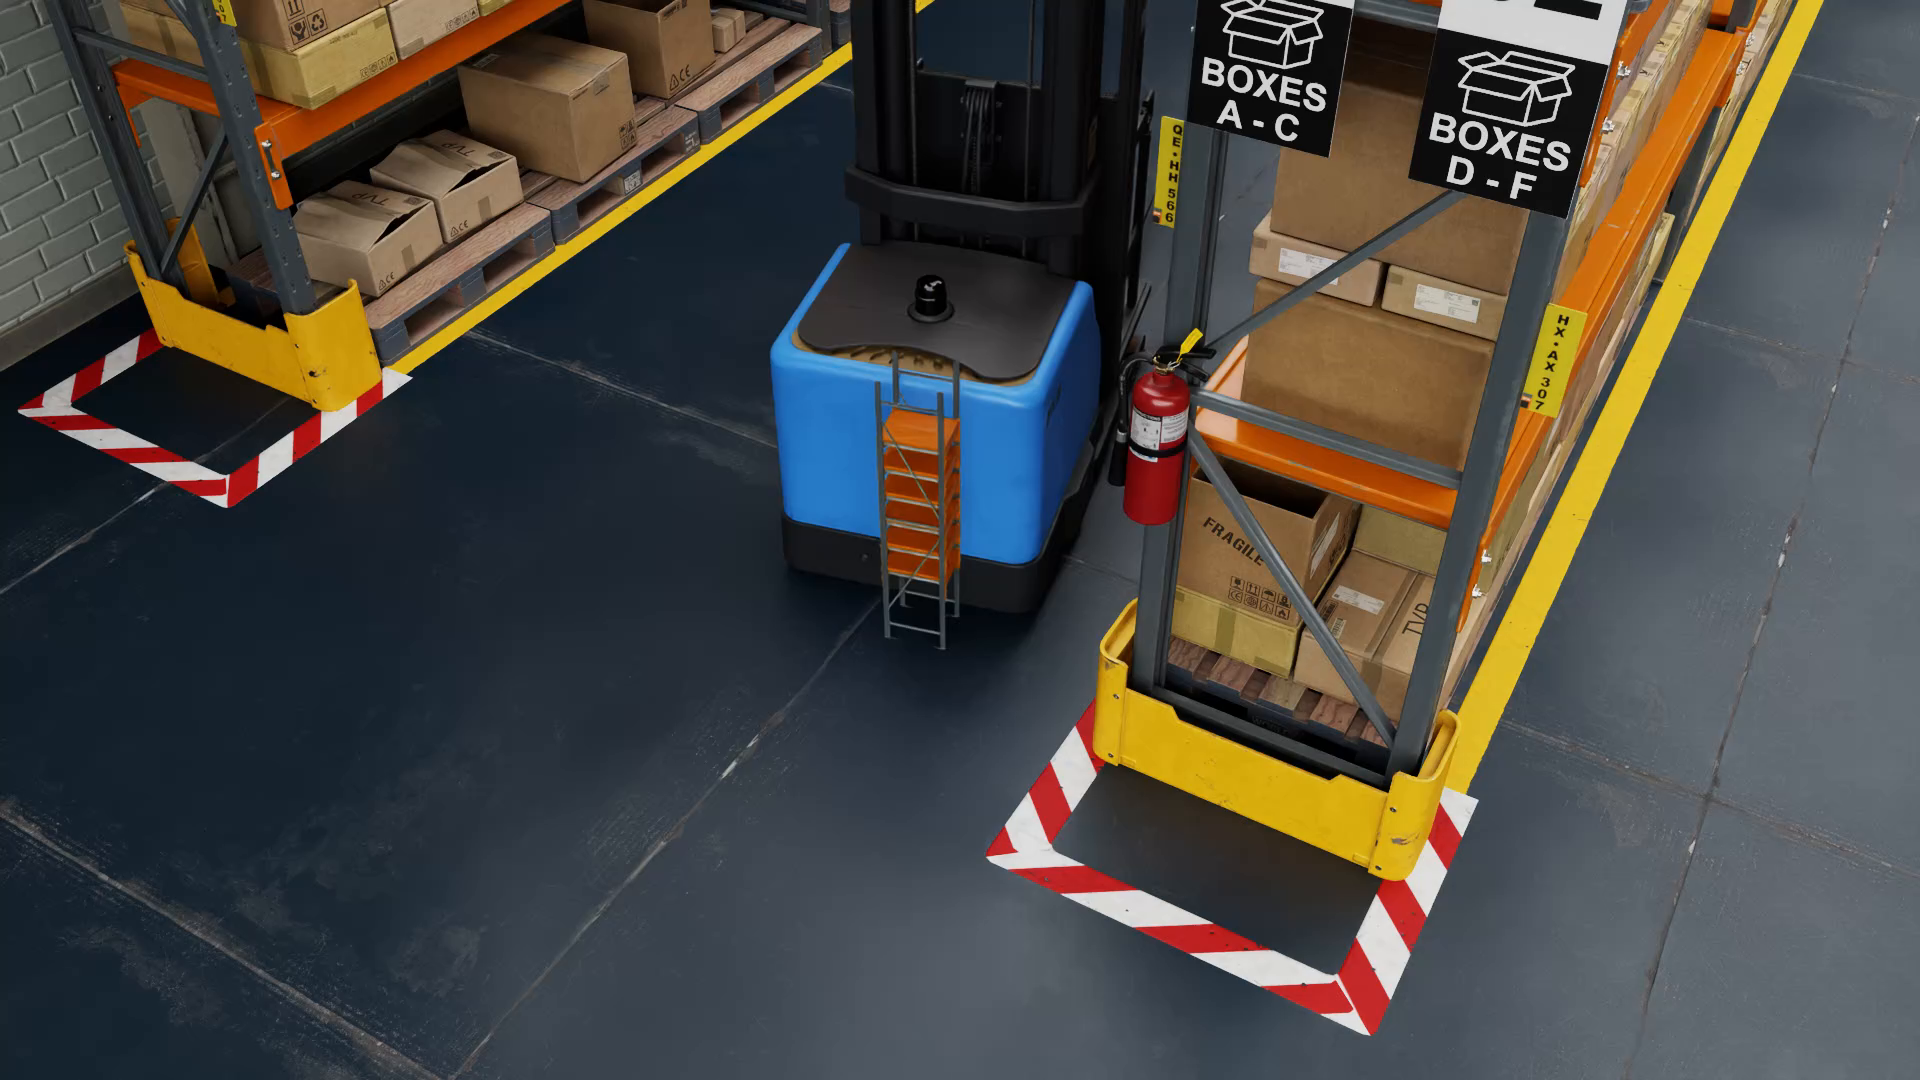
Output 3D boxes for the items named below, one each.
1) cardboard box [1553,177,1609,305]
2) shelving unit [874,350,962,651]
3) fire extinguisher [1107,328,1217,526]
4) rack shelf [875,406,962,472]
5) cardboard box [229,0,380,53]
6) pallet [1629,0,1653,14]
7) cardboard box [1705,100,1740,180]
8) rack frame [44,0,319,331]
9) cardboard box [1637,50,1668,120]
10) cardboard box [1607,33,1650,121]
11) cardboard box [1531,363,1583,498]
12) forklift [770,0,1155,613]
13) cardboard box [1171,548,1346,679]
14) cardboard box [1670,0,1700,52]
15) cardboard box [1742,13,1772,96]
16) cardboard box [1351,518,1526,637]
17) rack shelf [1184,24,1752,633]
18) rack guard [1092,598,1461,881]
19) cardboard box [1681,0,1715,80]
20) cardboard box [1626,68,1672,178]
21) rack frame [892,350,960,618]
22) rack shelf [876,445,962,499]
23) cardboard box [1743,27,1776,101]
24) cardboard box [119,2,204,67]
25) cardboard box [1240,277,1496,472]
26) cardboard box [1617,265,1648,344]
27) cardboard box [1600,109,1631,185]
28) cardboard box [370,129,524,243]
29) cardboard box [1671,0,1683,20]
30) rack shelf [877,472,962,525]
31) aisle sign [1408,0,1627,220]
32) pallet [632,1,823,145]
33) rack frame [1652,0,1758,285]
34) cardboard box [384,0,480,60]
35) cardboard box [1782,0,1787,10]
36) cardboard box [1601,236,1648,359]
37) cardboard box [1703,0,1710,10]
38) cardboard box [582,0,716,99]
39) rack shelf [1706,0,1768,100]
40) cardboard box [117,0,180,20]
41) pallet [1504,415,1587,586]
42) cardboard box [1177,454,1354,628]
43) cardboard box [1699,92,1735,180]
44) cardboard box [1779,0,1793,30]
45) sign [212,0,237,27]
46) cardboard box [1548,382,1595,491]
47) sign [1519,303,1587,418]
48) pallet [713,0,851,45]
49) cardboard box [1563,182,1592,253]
[{"bbox_3d":[1.807,-1.177,5.741,0.700,0.500,0.500,21,46,22],"label":"cardboard box"},{"bbox_3d":[-0.143,-0.114,5.972,0.258,1.200,0.189,11,43,12],"label":"shelving unit"},{"bbox_3d":[0.589,-0.349,4.935,0.296,0.674,0.183,21,45,22],"label":"fire extinguisher"},{"bbox_3d":[-0.143,-0.351,5.763,0.258,0.103,0.180,11,43,12],"label":"rack shelf"},{"bbox_3d":[-2.741,-2.335,6.662,0.500,0.500,0.500,21,46,22],"label":"cardboard box"},{"bbox_3d":[1.426,-1.781,4.299,1.003,0.211,1.213,21,45,22],"label":"pallet"},{"bbox_3d":[3.725,-2.147,8.682,0.500,0.250,0.500,22,46,23],"label":"cardboard box"},{"bbox_3d":[-3.241,-1.928,6.670,1.000,3.000,0.127,21,45,22],"label":"rack frame"},{"bbox_3d":[2.203,-1.606,5.737,0.380,0.149,0.250,21,46,22],"label":"cardboard box"},{"bbox_3d":[1.831,-1.701,5.355,0.700,0.500,0.500,21,46,22],"label":"cardboard box"},{"bbox_3d":[1.999,-0.509,6.254,0.500,0.500,0.500,21,45,22],"label":"cardboard box"},{"bbox_3d":[0.216,-1.807,6.584,1.130,2.935,3.031,11,43,12],"label":"forklift"},{"bbox_3d":[1.063,0.178,6.041,0.500,0.250,0.500,21,45,22],"label":"cardboard box"},{"bbox_3d":[2.464,-1.909,6.082,0.380,0.149,0.250,22,46,23],"label":"cardboard box"},{"bbox_3d":[3.987,-2.652,8.831,0.500,0.311,0.500,19,45,21],"label":"cardboard box"},{"bbox_3d":[1.758,0.062,6.173,0.500,0.250,0.500,21,45,22],"label":"cardboard box"},{"bbox_3d":[2.051,-1.166,6.349,1.077,0.370,4.000,21,45,22],"label":"rack shelf"},{"bbox_3d":[1.038,0.660,5.622,1.175,0.500,0.348,21,45,22],"label":"rack guard"},{"bbox_3d":[2.835,-2.362,7.087,0.700,0.500,0.500,20,45,21],"label":"cardboard box"},{"bbox_3d":[2.322,-1.773,6.418,0.700,0.500,0.500,22,46,23],"label":"cardboard box"},{"bbox_3d":[-0.117,-0.172,6.038,0.240,1.200,0.006,11,43,12],"label":"rack frame"},{"bbox_3d":[-0.143,-0.261,5.843,0.258,0.103,0.180,11,43,12],"label":"rack shelf"},{"bbox_3d":[4.237,-2.735,9.349,0.500,0.250,0.500,22,46,23],"label":"cardboard box"},{"bbox_3d":[-3.175,-2.211,7.089,0.500,0.250,0.500,22,46,23],"label":"cardboard box"},{"bbox_3d":[1.295,-0.592,5.077,0.700,0.500,0.500,21,45,22],"label":"cardboard box"},{"bbox_3d":[2.750,-1.086,7.476,0.500,0.250,0.500,21,45,22],"label":"cardboard box"},{"bbox_3d":[1.948,-1.318,5.410,0.380,0.149,0.250,19,45,21],"label":"cardboard box"},{"bbox_3d":[-2.531,-1.777,8.199,0.500,0.311,0.500,25,47,25],"label":"cardboard box"},{"bbox_3d":[2.332,-2.273,6.005,0.700,0.500,0.500,21,45,22],"label":"cardboard box"},{"bbox_3d":[-0.143,-0.171,5.922,0.258,0.103,0.180,11,43,12],"label":"rack shelf"},{"bbox_3d":[1.282,-1.129,3.795,0.394,0.787,0.004,21,45,22],"label":"aisle sign"},{"bbox_3d":[-1.544,-2.774,9.741,1.003,0.211,1.213,21,45,22],"label":"pallet"},{"bbox_3d":[3.052,-2.581,7.411,1.000,3.000,0.127,21,45,22],"label":"rack frame"},{"bbox_3d":[-2.474,-2.355,7.253,0.500,0.250,0.500,20,45,21],"label":"cardboard box"},{"bbox_3d":[4.495,-3.237,9.495,0.500,0.311,0.500,21,45,22],"label":"cardboard box"},{"bbox_3d":[2.502,-1.081,6.903,0.500,0.500,0.500,21,45,22],"label":"cardboard box"},{"bbox_3d":[2.716,-2.193,6.404,0.380,0.149,0.250,21,45,22],"label":"cardboard box"},{"bbox_3d":[-1.724,-2.837,9.260,0.500,0.500,0.500,18,44,19],"label":"cardboard box"},{"bbox_3d":[4.053,-3.455,8.948,1.077,0.370,4.000,21,45,22],"label":"rack shelf"},{"bbox_3d":[-3.189,-2.501,6.851,0.500,0.500,0.500,20,45,22],"label":"cardboard box"},{"bbox_3d":[2.008,-0.392,7.036,1.003,0.211,1.213,21,45,22],"label":"pallet"},{"bbox_3d":[1.061,-0.104,5.794,0.500,0.500,0.500,21,45,22],"label":"cardboard box"},{"bbox_3d":[3.474,-2.071,8.171,0.500,0.311,0.500,21,46,22],"label":"cardboard box"},{"bbox_3d":[4.746,-3.317,10.010,0.500,0.250,0.500,20,45,22],"label":"cardboard box"},{"bbox_3d":[-2.771,-2.074,6.180,0.100,0.325,0.005,21,45,22],"label":"sign"},{"bbox_3d":[2.263,-0.509,6.821,0.500,0.250,0.500,21,45,22],"label":"cardboard box"},{"bbox_3d":[1.528,-0.460,4.287,0.100,0.325,0.005,21,45,22],"label":"sign"},{"bbox_3d":[-0.851,-3.616,10.697,1.003,0.211,1.213,21,45,22],"label":"pallet"},{"bbox_3d":[1.689,-1.021,5.073,0.380,0.149,0.250,21,46,22],"label":"cardboard box"}]
